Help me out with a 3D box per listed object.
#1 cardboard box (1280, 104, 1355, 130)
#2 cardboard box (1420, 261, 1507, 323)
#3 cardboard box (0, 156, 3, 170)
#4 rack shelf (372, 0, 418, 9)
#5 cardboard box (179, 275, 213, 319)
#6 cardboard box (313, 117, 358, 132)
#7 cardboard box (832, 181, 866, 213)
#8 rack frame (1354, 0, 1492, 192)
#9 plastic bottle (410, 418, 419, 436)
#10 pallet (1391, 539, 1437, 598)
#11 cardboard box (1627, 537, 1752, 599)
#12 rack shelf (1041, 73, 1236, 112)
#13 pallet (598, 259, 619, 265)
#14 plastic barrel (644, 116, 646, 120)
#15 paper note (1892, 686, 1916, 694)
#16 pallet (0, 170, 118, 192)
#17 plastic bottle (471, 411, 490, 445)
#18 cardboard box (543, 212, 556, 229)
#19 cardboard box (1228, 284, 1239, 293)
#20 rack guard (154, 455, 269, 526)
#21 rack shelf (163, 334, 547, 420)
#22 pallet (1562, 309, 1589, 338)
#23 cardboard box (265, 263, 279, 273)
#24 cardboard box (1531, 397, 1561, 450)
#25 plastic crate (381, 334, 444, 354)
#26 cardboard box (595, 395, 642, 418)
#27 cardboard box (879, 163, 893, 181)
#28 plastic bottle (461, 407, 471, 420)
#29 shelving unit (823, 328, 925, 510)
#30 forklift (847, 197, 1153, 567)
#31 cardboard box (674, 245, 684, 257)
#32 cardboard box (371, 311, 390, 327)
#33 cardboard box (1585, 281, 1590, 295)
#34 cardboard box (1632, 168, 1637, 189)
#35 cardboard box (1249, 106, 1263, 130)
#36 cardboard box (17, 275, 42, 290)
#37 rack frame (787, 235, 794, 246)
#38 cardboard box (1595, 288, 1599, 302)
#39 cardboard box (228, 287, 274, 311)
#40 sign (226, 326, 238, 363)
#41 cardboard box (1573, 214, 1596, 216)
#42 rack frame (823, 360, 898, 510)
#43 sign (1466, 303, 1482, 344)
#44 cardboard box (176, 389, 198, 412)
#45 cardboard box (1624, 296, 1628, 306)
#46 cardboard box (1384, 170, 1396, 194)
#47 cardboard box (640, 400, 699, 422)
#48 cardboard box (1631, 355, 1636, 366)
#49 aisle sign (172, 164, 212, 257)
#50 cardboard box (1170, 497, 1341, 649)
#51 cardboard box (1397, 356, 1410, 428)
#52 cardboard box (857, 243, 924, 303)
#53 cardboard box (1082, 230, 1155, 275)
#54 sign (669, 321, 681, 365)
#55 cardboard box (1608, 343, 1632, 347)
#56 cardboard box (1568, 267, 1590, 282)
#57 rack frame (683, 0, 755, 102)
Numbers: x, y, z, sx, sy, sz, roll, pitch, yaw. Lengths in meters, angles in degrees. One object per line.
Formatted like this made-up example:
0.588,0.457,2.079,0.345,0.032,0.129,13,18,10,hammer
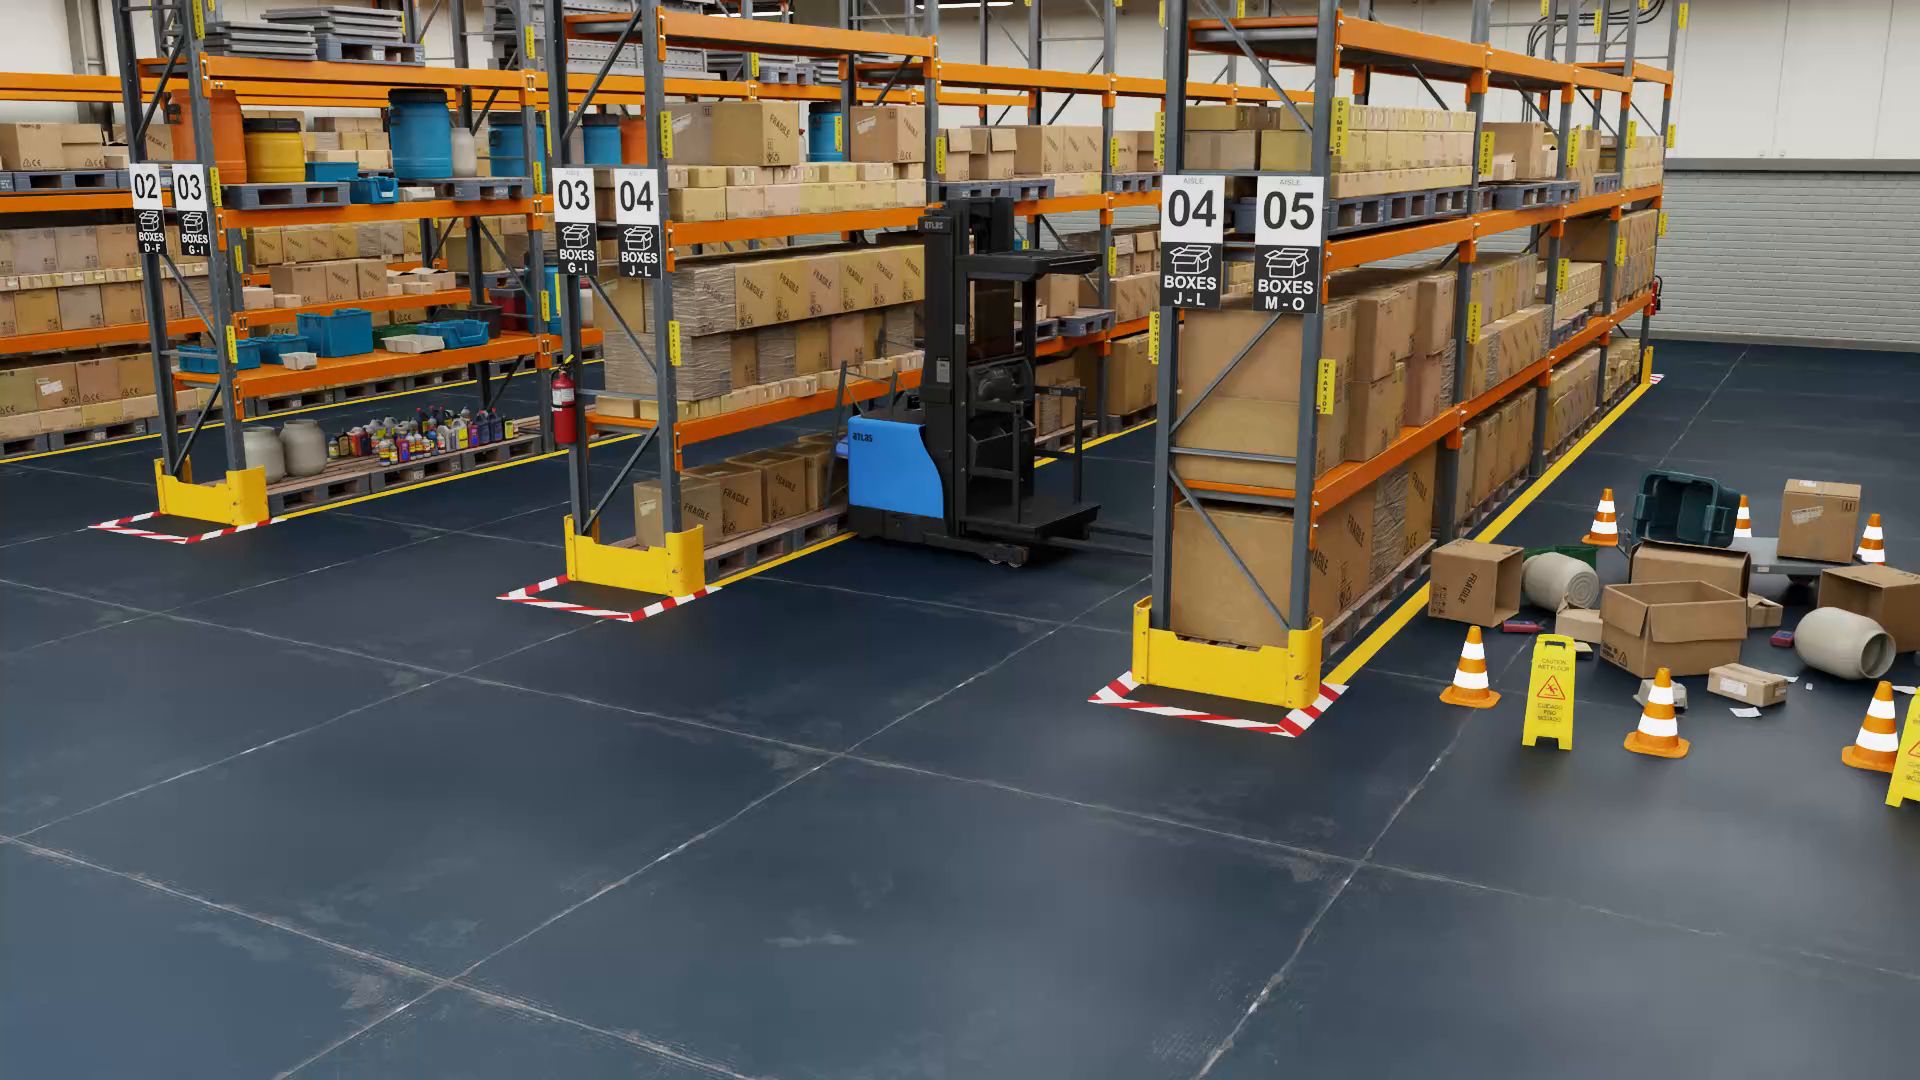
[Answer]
2.137,-2.528,9.944,0.380,0.149,0.250,8,15,29,cardboard box
4.603,-2.290,15.284,0.700,0.500,0.500,7,15,27,cardboard box
-10.543,-4.054,17.892,0.380,0.149,0.250,7,15,28,cardboard box
-10.770,-9.019,27.188,1.077,0.370,4.000,7,15,28,rack shelf
-9.541,-3.002,20.373,0.700,0.500,0.500,7,15,27,cardboard box
-10.597,-7.052,28.232,0.500,0.250,0.500,7,15,26,cardboard box
-1.157,-2.973,14.386,0.500,0.250,0.500,7,15,28,cardboard box
3.631,-4.256,12.987,1.000,3.000,0.127,7,15,28,rack frame
-5.881,-1.179,17.907,0.097,0.271,0.097,0,14,0,plastic bottle
3.195,0.163,13.406,1.003,0.211,1.213,7,15,28,pallet
5.157,0.329,11.806,0.797,0.637,0.503,7,15,28,cardboard box
2.238,-5.526,20.641,1.077,0.370,4.000,7,15,28,rack shelf
-5.947,-4.442,26.967,1.003,0.211,1.213,7,15,28,pallet
-3.651,-4.862,20.831,0.600,0.901,0.600,0,14,0,plastic barrel
6.010,0.944,10.553,0.142,0.019,0.148,2,14,9,paper note
-10.313,-4.033,18.652,1.003,0.211,1.213,7,15,28,pallet
-5.150,-1.205,17.847,0.144,0.351,0.185,7,15,25,plastic bottle
-8.107,-6.108,32.829,0.980,0.700,0.700,8,16,31,cardboard box
3.639,-3.464,23.040,0.380,0.149,0.250,7,15,28,cardboard box
-6.936,-0.469,15.410,1.175,0.500,0.348,7,15,28,rack guard
-5.965,-1.723,16.817,1.077,0.370,4.000,7,15,28,rack shelf
6.486,-2.478,18.820,1.003,0.211,1.213,7,15,28,pallet
-11.245,-4.406,26.903,0.380,0.149,0.250,8,16,29,cardboard box
6.130,-1.265,17.820,0.500,0.500,0.500,7,15,26,cardboard box
-5.561,-1.993,16.965,0.530,0.136,0.437,7,15,28,plastic crate
-2.639,-1.061,13.072,0.380,0.149,0.250,7,15,28,cardboard box
-0.821,-3.296,14.875,0.380,0.149,0.250,7,15,25,cardboard box
-5.536,-1.355,18.638,0.097,0.271,0.097,0,14,0,plastic bottle
-0.745,-1.005,14.963,0.538,1.500,1.048,15,26,11,shelving unit
0.517,-1.343,13.849,3.031,2.935,1.130,9,16,33,forklift
-4.980,-4.809,27.868,0.500,0.500,0.500,8,16,30,cardboard box
-10.431,-4.076,28.729,0.750,0.750,0.750,8,16,30,cardboard box
7.102,-2.942,19.342,0.380,0.149,0.250,7,15,26,cardboard box
8.187,-4.535,20.864,0.500,0.250,0.500,7,15,27,cardboard box
1.685,-2.654,10.467,0.380,0.149,0.250,7,15,28,cardboard box
-10.390,-2.857,18.386,0.380,0.149,0.250,7,15,26,cardboard box
-3.531,-5.507,30.978,1.000,3.000,0.127,7,15,28,rack frame
7.480,-2.959,20.047,0.380,0.149,0.250,7,15,27,cardboard box
-9.132,-3.078,21.223,0.500,0.250,0.500,9,16,32,cardboard box
-6.452,-1.734,14.736,0.100,0.325,0.005,7,15,28,sign
7.994,-3.997,21.733,0.500,0.500,0.500,8,16,29,cardboard box
-0.884,-0.812,14.514,0.500,1.500,0.032,15,26,11,rack frame
4.117,-1.736,13.320,0.100,0.325,0.005,7,15,28,sign
-9.615,-1.691,20.120,0.500,0.250,0.500,7,15,28,cardboard box
8.516,-3.155,21.758,0.380,0.149,0.250,8,16,30,cardboard box
2.631,-2.349,10.903,0.380,0.149,0.250,7,15,28,cardboard box
-2.249,-1.011,12.863,0.380,0.149,0.250,7,15,28,cardboard box
9.177,-2.517,23.126,0.380,0.149,0.250,7,15,26,cardboard box
-6.710,-2.879,14.527,0.394,0.787,0.004,7,15,28,aisle sign
1.967,0.163,11.094,0.875,0.875,0.875,7,15,28,cardboard box
2.853,-1.123,12.470,0.875,0.550,0.550,7,15,28,cardboard box
-0.639,-2.478,15.431,0.500,0.500,0.500,7,15,28,cardboard box
1.957,-3.561,20.549,0.797,0.503,0.637,8,16,29,cardboard box
-2.121,-1.461,12.346,0.100,0.325,0.005,7,15,28,sign
9.031,-2.613,22.890,0.380,0.149,0.250,7,15,26,cardboard box
7.093,-3.086,19.303,0.380,0.149,0.250,7,15,28,cardboard box
-3.064,-6.221,21.135,1.000,3.000,0.127,7,15,28,rack frame
